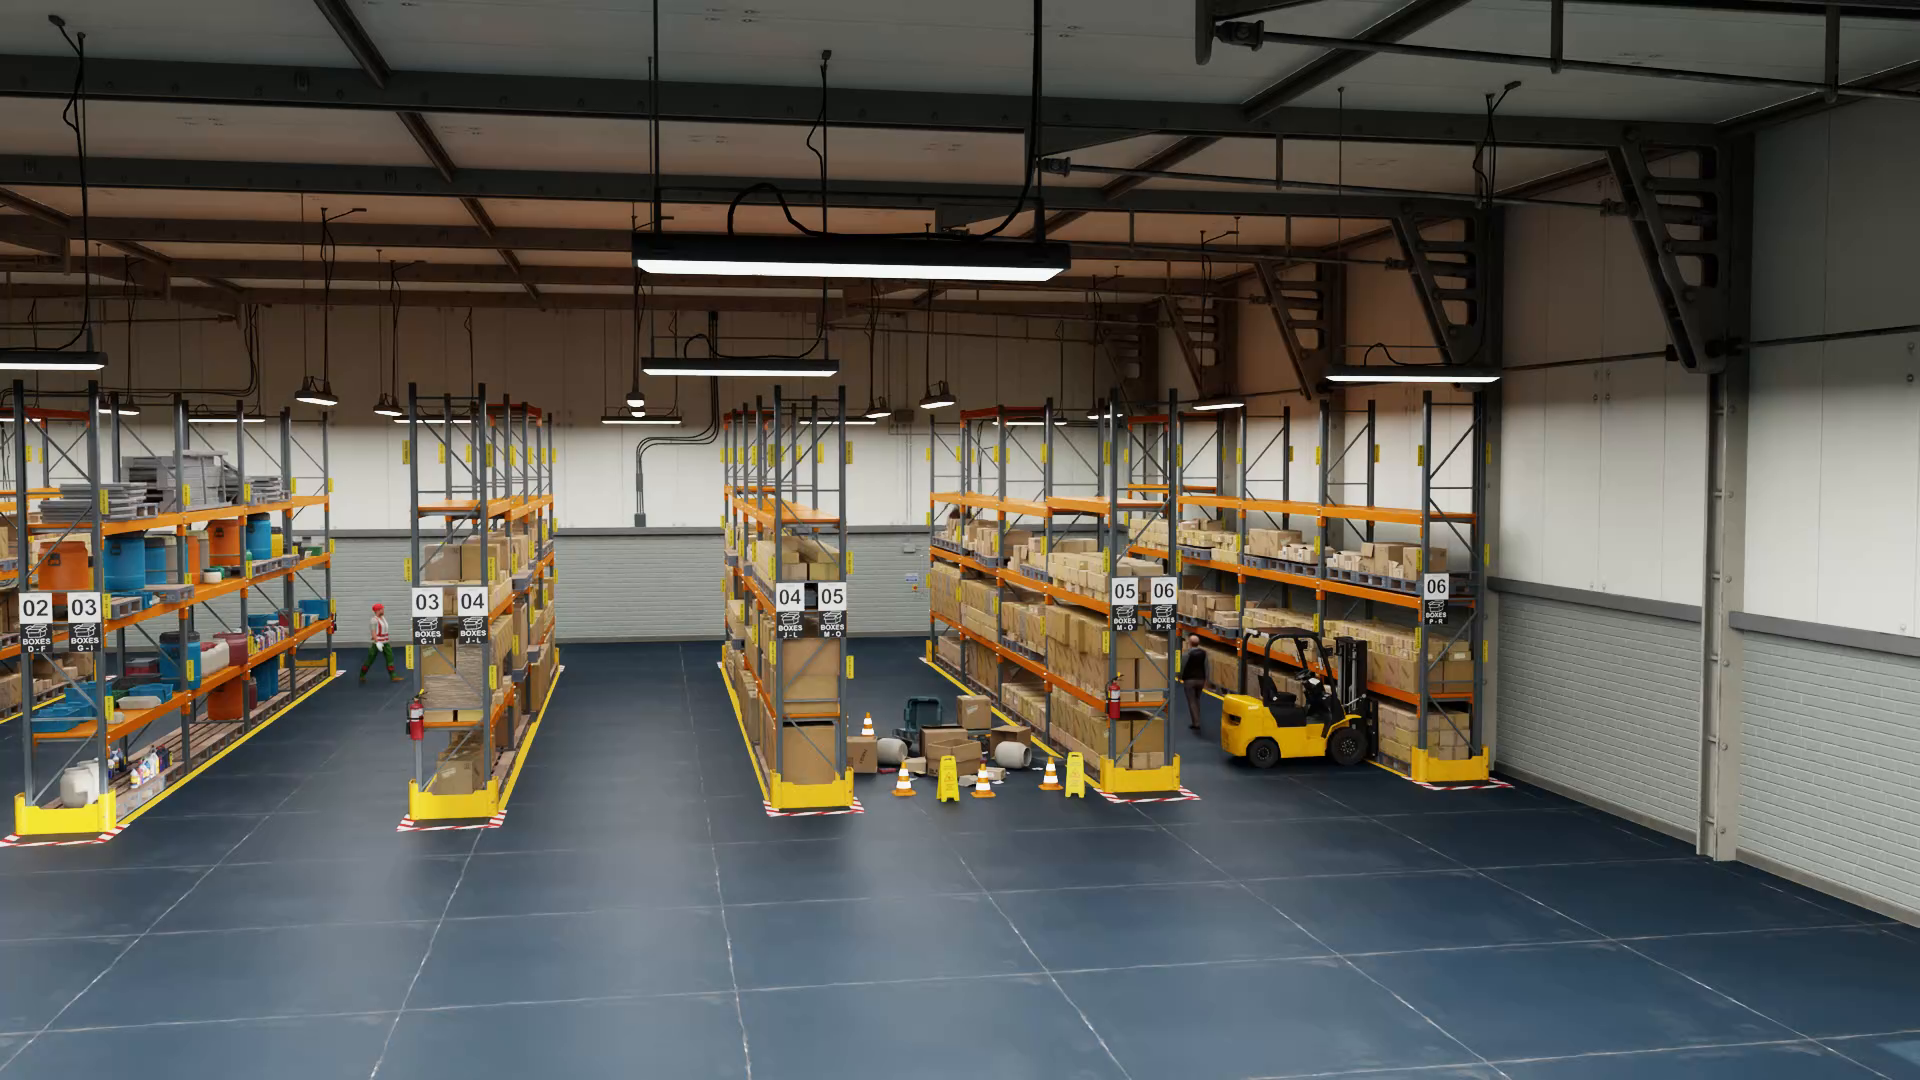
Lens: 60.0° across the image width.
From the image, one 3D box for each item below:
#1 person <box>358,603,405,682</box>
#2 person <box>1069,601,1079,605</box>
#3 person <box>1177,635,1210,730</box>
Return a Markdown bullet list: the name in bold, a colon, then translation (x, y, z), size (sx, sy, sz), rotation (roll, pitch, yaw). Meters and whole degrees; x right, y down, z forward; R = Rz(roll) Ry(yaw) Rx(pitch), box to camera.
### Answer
- **person**: translation (-12.778, 2.272, 36.651), size (0.938, 1.764, 0.645), rotation (1, 3, 20)
- **person**: translation (2.915, 1.843, 42.243), size (0.546, 1.647, 0.442), rotation (-1, 3, -13)
- **person**: translation (4.249, 2.603, 30.317), size (0.570, 1.748, 0.688), rotation (-1, 3, -17)
